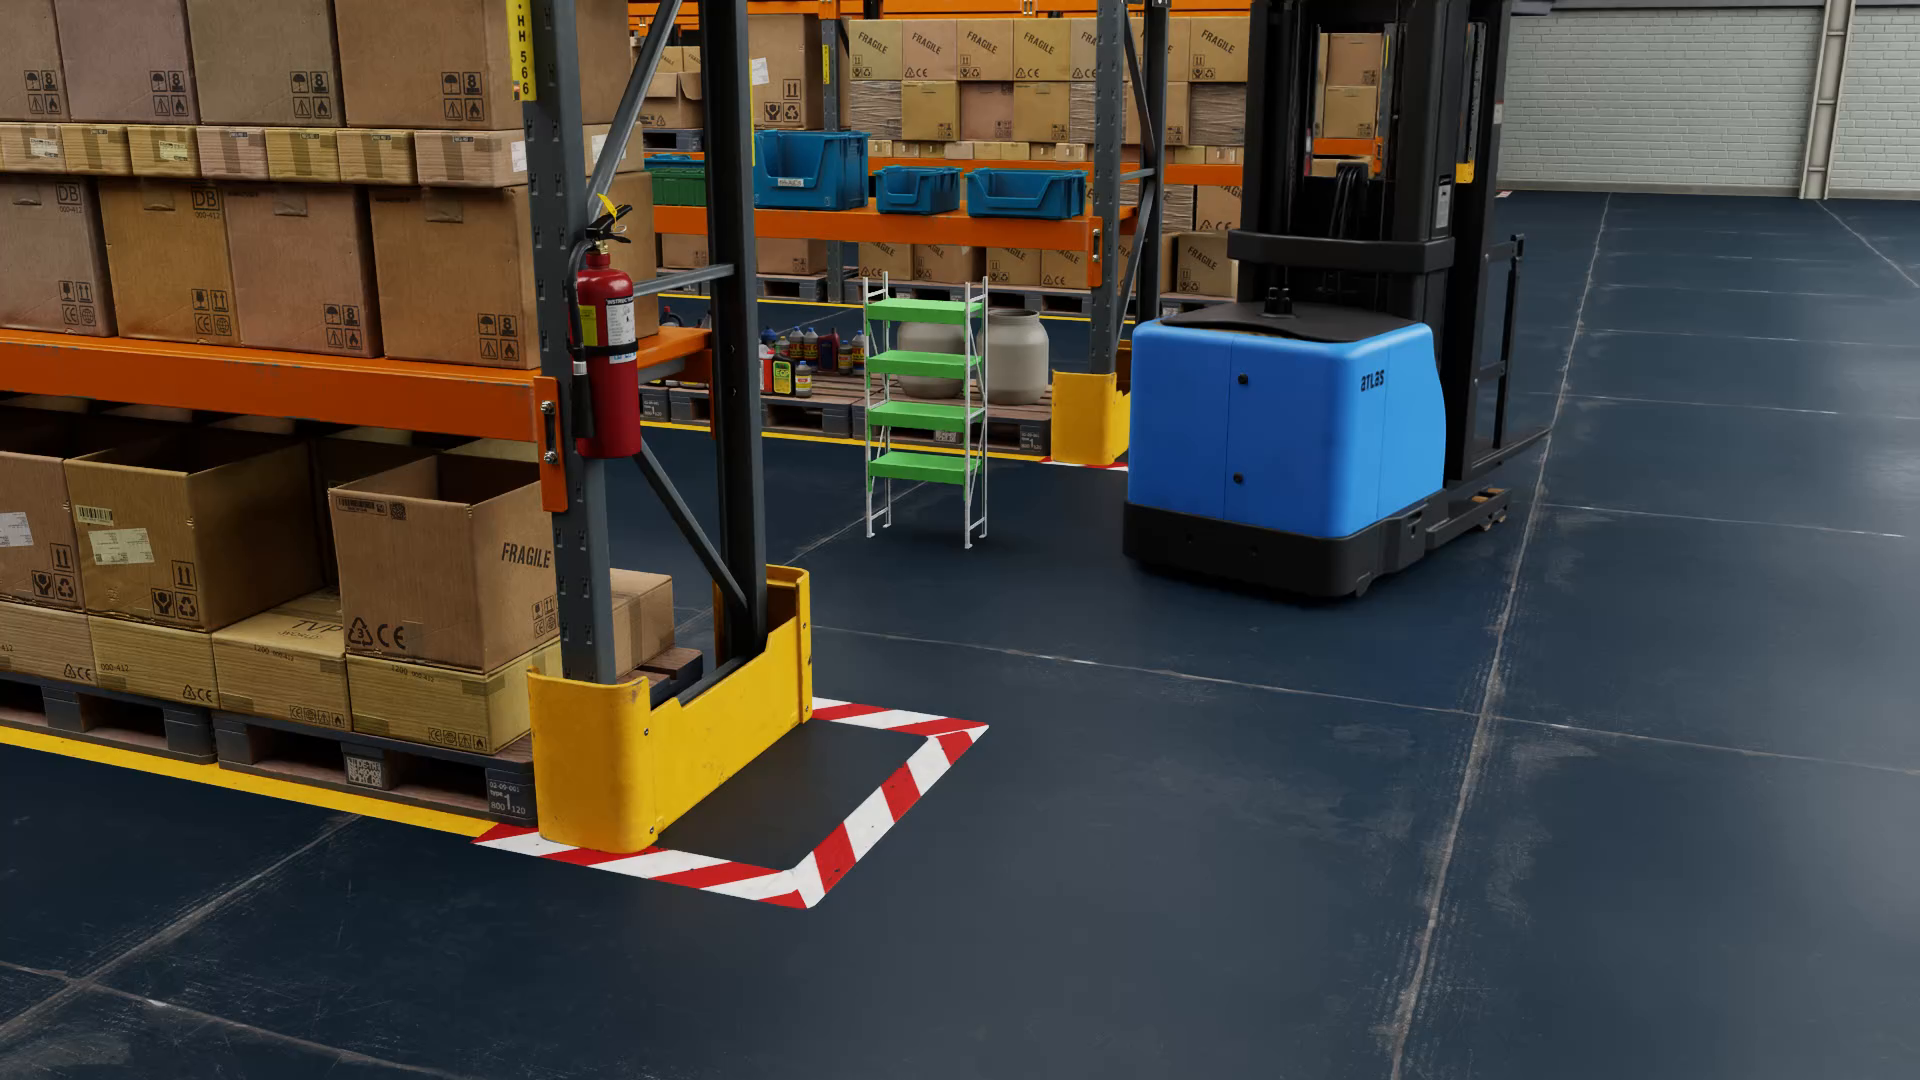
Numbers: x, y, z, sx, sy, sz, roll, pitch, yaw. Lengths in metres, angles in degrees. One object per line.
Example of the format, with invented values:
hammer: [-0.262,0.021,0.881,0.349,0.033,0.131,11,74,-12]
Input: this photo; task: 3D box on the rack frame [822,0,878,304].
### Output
rack frame: [-0.960,-3.706,15.058,0.127,3.000,1.000,6,17,21]

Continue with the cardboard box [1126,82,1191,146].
cardboard box: [1.751,-3.571,13.881,0.500,0.500,0.875,6,17,21]

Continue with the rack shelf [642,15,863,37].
rack shelf: [-2.905,-7.985,25.708,4.000,0.370,1.077,6,17,21]

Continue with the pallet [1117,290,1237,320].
pallet: [1.948,-2.058,14.382,1.213,0.211,1.003,6,17,21]

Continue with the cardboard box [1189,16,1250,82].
cardboard box: [2.159,-3.960,13.427,0.500,0.500,0.500,6,17,21]

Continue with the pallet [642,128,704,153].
pallet: [-2.824,-3.831,15.834,1.213,0.211,1.003,6,17,21]

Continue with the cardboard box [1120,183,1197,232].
cardboard box: [2.354,-3.989,19.093,0.875,0.875,0.875,6,17,21]

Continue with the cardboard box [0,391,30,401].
cardboard box: [-3.625,-0.333,6.275,0.500,0.500,0.500,6,17,21]

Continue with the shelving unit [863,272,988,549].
shelving unit: [-0.154,-0.593,7.565,0.503,1.200,0.258,6,17,21]

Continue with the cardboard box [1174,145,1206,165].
cardboard box: [1.937,-3.190,13.731,0.250,0.149,0.380,6,17,21]

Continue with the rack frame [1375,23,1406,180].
rack frame: [4.675,-4.573,18.044,0.127,3.000,1.000,6,17,21]

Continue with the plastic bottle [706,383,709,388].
plastic bottle: [-1.434,-1.088,10.005,0.185,0.351,0.144,7,18,23]

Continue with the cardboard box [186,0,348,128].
cardboard box: [-1.847,-1.508,4.980,0.500,0.500,0.700,6,17,19]

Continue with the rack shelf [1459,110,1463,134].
rack shelf: [6.355,-7.014,27.743,4.000,0.370,1.077,6,17,21]

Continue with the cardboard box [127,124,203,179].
cardboard box: [-2.262,-1.183,5.024,0.250,0.149,0.380,7,18,22]

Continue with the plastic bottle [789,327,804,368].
plastic bottle: [-1.040,-1.225,10.616,0.097,0.271,0.097,0,16,0]

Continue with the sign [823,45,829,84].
sign: [-1.160,-4.118,14.400,0.005,0.325,0.100,6,17,21]

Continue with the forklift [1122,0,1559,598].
forklift: [2.000,-1.523,7.662,1.130,2.935,3.031,12,20,36]

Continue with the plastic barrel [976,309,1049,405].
plastic barrel: [0.304,-1.066,9.676,0.421,0.512,0.421,0,16,0]

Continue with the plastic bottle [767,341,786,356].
plastic bottle: [-1.111,-1.054,10.006,0.133,0.283,0.061,6,17,21]

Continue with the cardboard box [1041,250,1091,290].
cardboard box: [1.043,-2.487,14.591,0.500,0.500,0.500,8,18,26]

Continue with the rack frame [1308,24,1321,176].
rack frame: [2.761,-3.297,13.649,0.127,3.000,1.000,6,17,21]

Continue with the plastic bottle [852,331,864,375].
plastic bottle: [-0.628,-1.179,10.460,0.097,0.271,0.097,0,16,0]

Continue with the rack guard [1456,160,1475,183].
rack guard: [8.238,-5.952,27.278,0.348,0.500,1.175,6,17,21]

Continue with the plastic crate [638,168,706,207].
plastic crate: [-1.618,-2.107,9.933,0.662,0.188,0.450,6,17,21]

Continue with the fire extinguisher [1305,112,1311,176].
fire extinguisher: [2.699,-3.128,13.208,0.183,0.674,0.296,6,17,21]

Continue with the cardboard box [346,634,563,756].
cardboard box: [-1.484,0.413,5.050,0.500,0.250,0.500,6,17,21]

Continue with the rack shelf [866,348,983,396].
rack shelf: [-0.154,-0.762,7.516,0.480,0.148,0.258,6,17,21]

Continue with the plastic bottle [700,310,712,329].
plastic bottle: [-1.593,-1.317,10.791,0.185,0.351,0.144,6,17,20]

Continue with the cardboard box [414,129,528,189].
cardboard box: [-1.302,-1.077,4.660,0.250,0.149,0.380,6,17,20]

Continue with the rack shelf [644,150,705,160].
rack shelf: [-2.820,-3.565,15.863,4.000,0.370,1.077,6,17,21]

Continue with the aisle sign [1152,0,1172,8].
aisle sign: [1.119,-3.329,9.098,0.004,0.787,0.394,6,17,21]

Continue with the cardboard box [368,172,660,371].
cardboard box: [-1.306,-0.827,4.962,0.500,0.500,0.700,6,17,21]

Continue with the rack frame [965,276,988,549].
rack frame: [0.073,-0.568,7.479,0.015,1.200,0.240,6,17,21]

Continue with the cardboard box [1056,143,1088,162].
cardboard box: [0.987,-3.278,14.035,0.250,0.149,0.380,6,17,21]

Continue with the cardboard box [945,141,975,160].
cardboard box: [0.054,-3.378,14.381,0.250,0.149,0.380,6,17,21]

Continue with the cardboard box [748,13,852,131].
cardboard box: [-1.647,-4.313,15.321,1.000,1.000,1.000,6,17,21]

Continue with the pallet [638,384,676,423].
pallet: [-2.167,-1.003,10.748,1.213,0.211,1.003,6,17,21]

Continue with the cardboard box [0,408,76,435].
cardboard box: [-3.351,-0.147,5.635,0.500,0.500,0.500,6,17,21]

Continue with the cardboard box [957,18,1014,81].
cardboard box: [0.296,-4.163,14.126,0.500,0.500,0.500,6,17,21]

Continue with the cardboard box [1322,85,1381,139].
cardboard box: [4.314,-4.671,18.114,0.550,0.550,0.875,6,17,21]

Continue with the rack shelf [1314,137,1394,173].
rack shelf: [2.815,-4.432,18.849,4.000,0.370,1.077,6,17,21]

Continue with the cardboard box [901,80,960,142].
cardboard box: [-0.111,-3.774,14.582,0.500,0.500,0.875,6,17,21]

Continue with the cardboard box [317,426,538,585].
cardboard box: [-1.760,-0.132,5.583,0.500,0.500,0.500,6,17,21]

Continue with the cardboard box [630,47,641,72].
cardboard box: [-5.306,-7.599,26.497,0.500,0.500,0.500,6,17,20]

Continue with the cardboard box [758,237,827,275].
cardboard box: [-1.523,-2.785,15.581,0.500,0.500,0.700,5,17,16]
